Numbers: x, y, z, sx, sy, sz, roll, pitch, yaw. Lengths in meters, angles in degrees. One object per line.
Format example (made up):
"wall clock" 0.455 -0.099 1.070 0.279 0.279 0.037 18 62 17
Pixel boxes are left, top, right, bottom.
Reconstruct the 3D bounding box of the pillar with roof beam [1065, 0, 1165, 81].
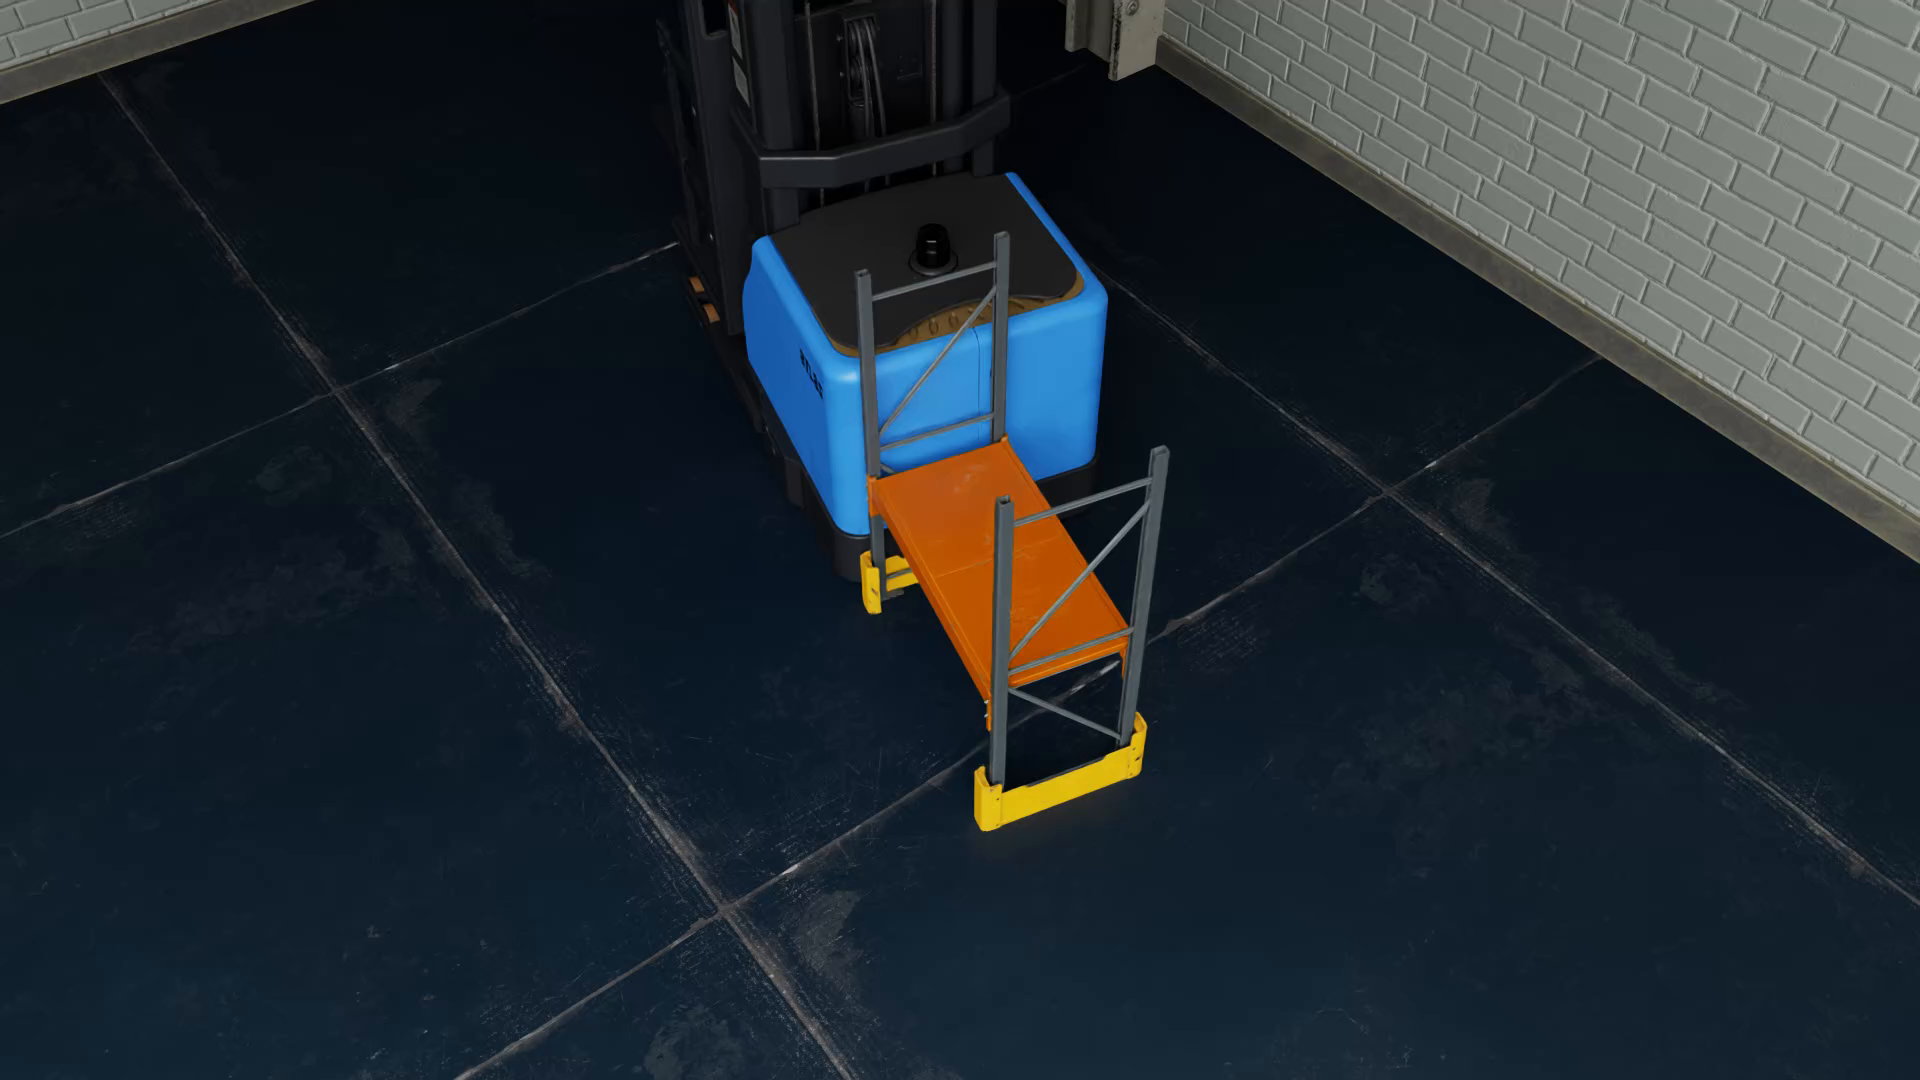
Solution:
"pillar with roof beam" -2.651 -3.574 3.416 9.100 9.000 0.400 -29 54 -24

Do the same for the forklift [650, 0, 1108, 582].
"forklift" -0.537 -1.940 6.031 1.130 2.935 3.031 -18 50 -16

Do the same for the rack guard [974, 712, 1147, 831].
"rack guard" 0.326 0.751 5.400 0.587 0.250 0.087 -18 50 -16

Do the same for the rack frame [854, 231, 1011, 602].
"rack frame" -0.081 -0.358 5.562 0.500 1.500 0.032 -18 50 -16

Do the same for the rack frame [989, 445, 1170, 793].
"rack frame" 0.326 0.332 4.936 0.500 1.500 0.032 -18 50 -16

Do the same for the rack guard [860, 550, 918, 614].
"rack guard" -0.073 0.075 6.013 0.587 0.250 0.087 -18 50 -16

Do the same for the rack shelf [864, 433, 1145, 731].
"rack shelf" 0.123 0.108 5.382 0.538 0.185 1.000 -18 50 -16

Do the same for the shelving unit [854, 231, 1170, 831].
"shelving unit" 0.126 -0.007 5.244 0.587 1.500 1.083 -18 50 -16
